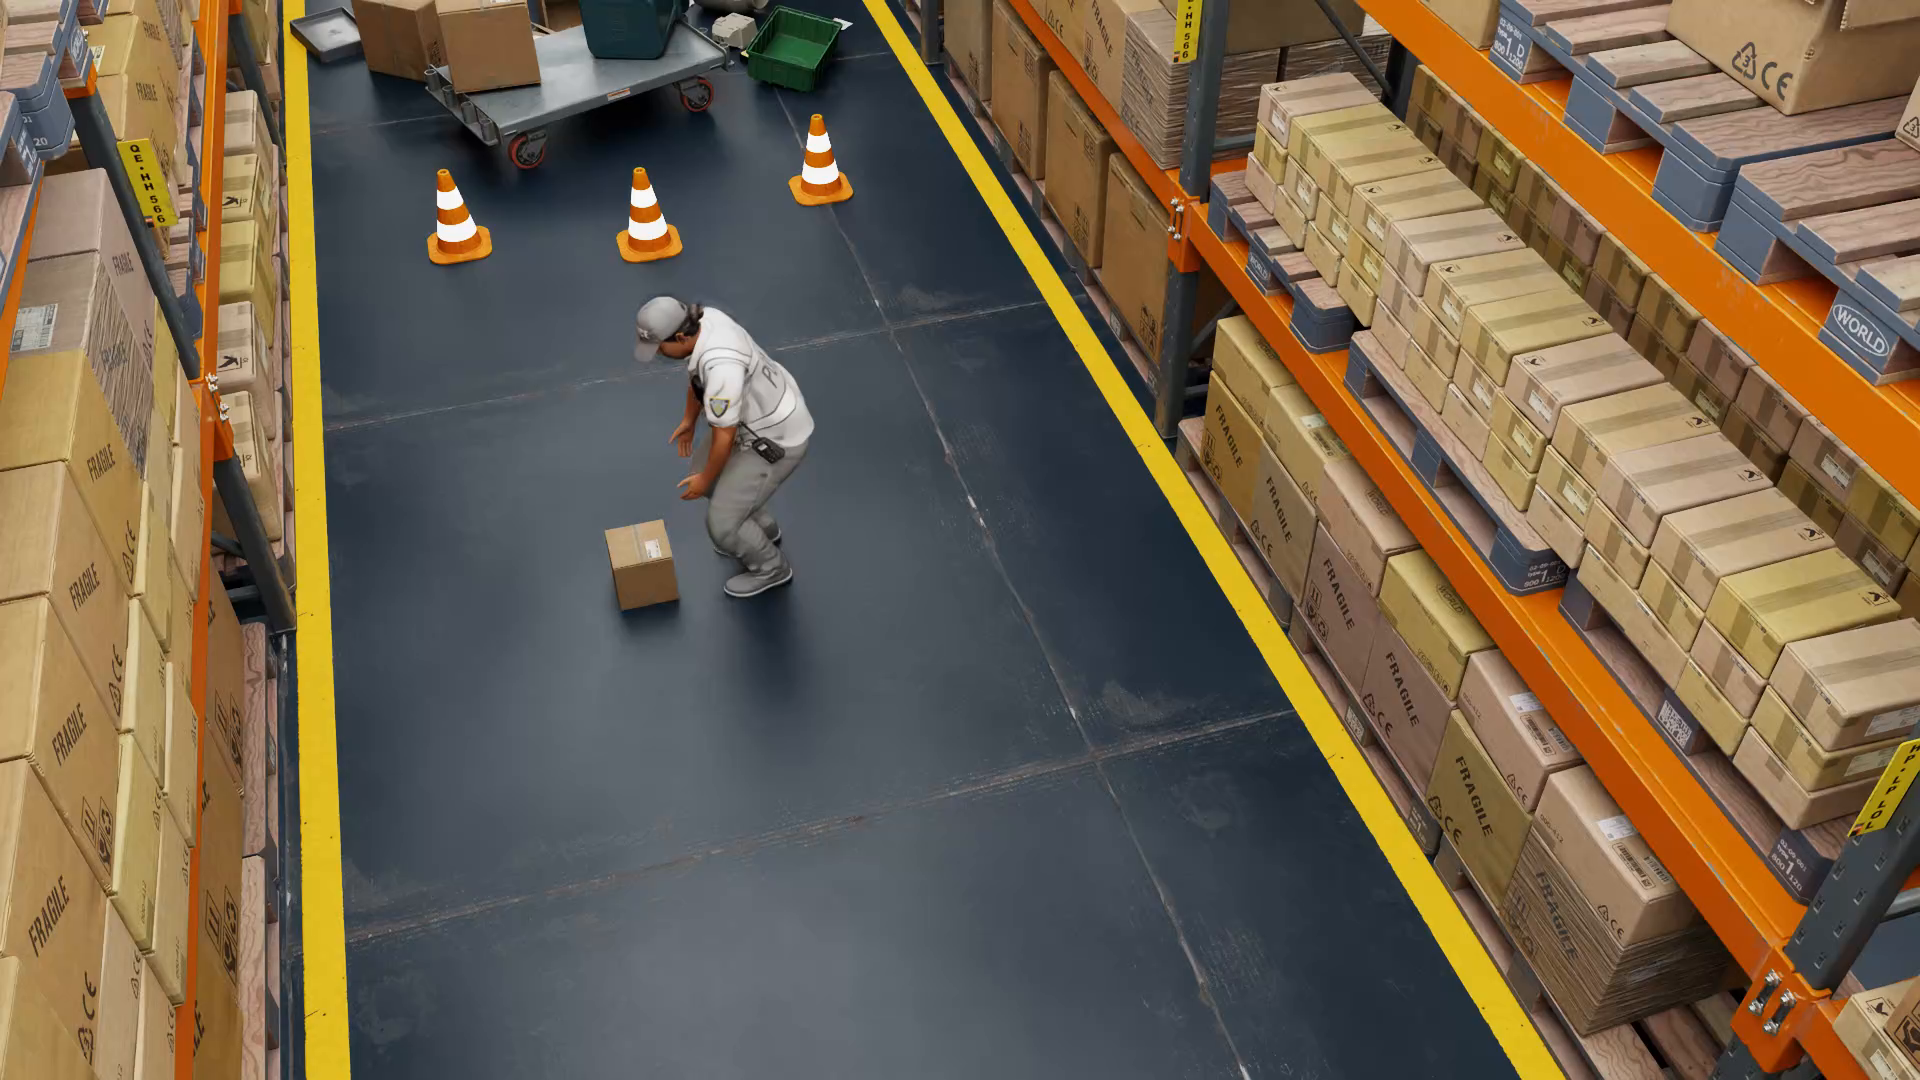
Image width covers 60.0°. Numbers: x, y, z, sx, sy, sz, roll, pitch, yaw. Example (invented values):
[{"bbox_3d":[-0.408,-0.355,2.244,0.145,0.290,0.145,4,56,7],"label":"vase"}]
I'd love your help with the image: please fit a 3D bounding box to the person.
[{"bbox_3d":[0.656,-16.654,21.131,16.153,6.009,40.895,-12,44,-12],"label":"person"}]
